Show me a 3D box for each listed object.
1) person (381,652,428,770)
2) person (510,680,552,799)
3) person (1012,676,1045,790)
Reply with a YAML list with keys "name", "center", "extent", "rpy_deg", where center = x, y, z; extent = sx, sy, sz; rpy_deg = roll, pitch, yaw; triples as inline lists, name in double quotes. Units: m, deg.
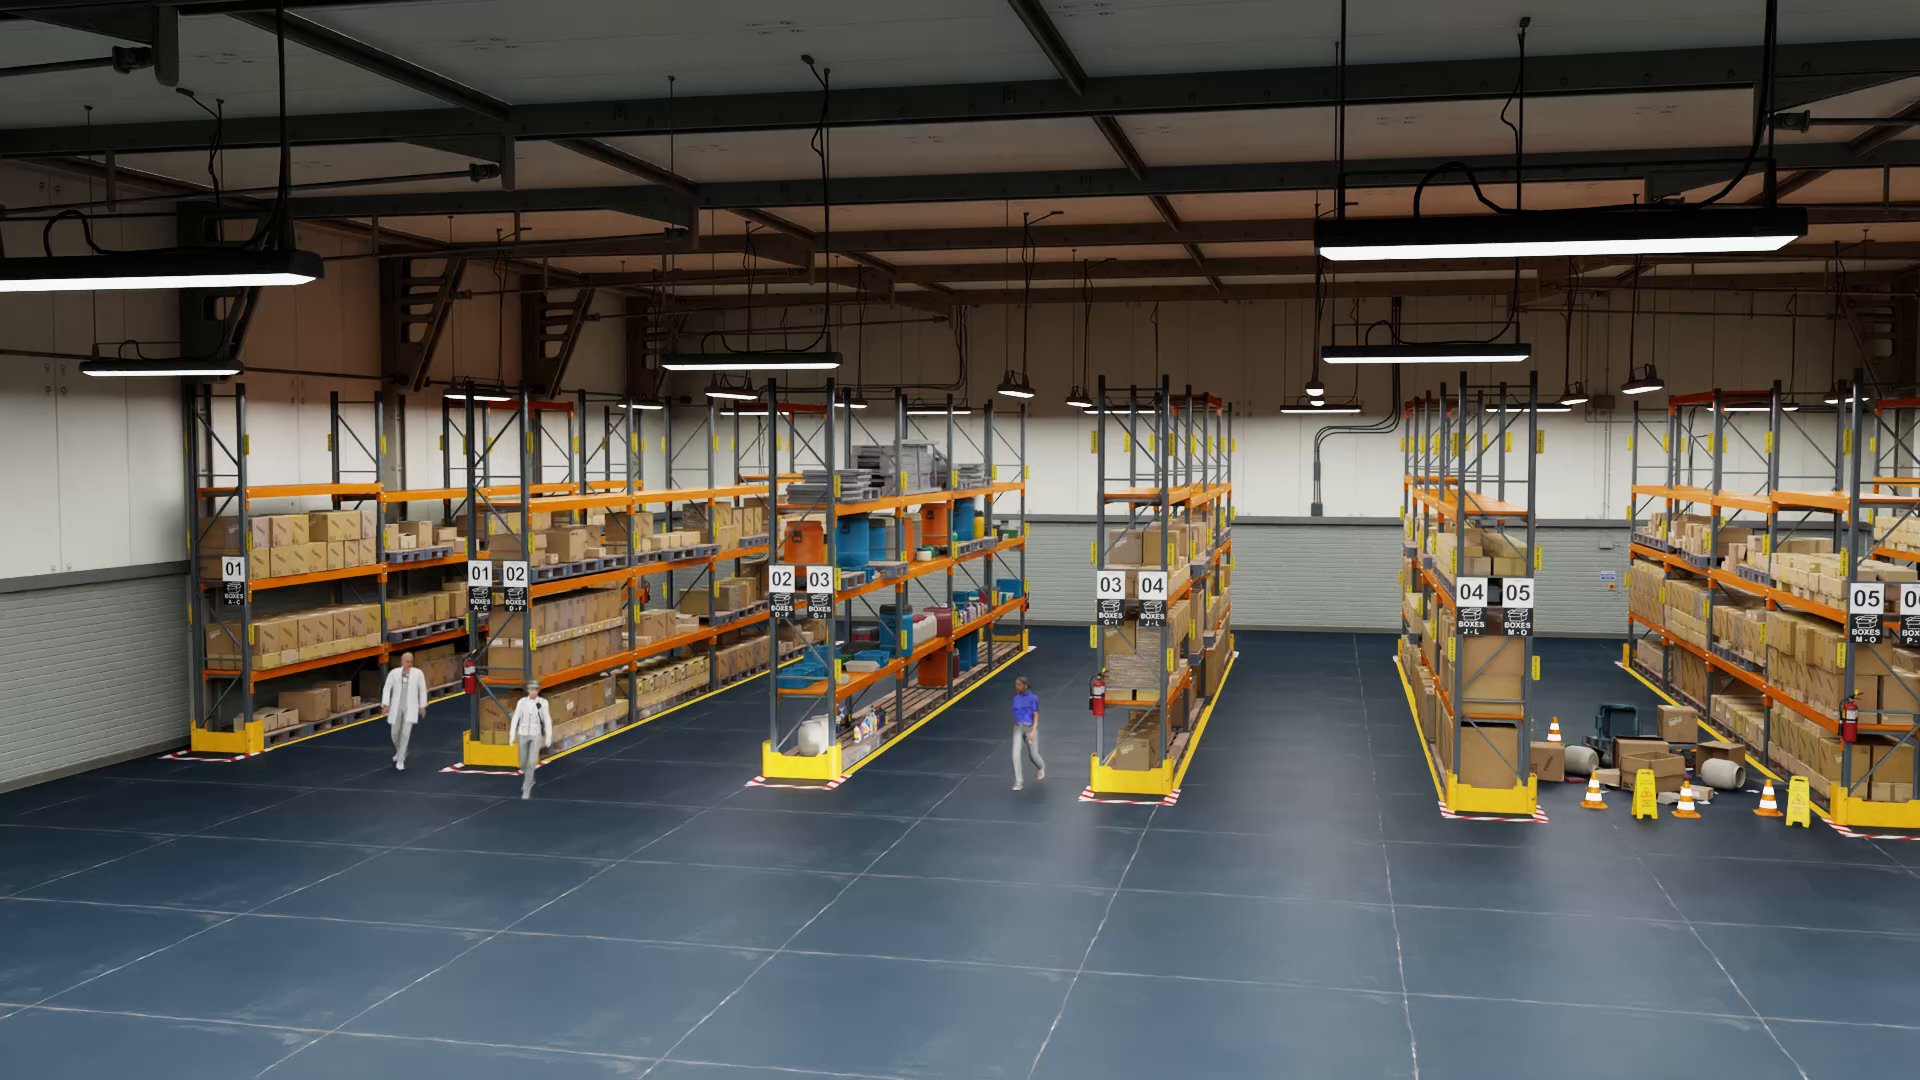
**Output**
- name: "person"
  center: [-8.692, 2.655, 26.027]
  extent: [0.666, 1.790, 0.823]
  rpy_deg: [-1, 3, -13]
- name: "person"
  center: [-6.140, 2.838, 23.814]
  extent: [0.565, 1.701, 0.664]
  rpy_deg: [0, 3, -5]
- name: "person"
  center: [0.956, 2.800, 24.301]
  extent: [0.460, 1.601, 0.821]
  rpy_deg: [2, 4, 27]
